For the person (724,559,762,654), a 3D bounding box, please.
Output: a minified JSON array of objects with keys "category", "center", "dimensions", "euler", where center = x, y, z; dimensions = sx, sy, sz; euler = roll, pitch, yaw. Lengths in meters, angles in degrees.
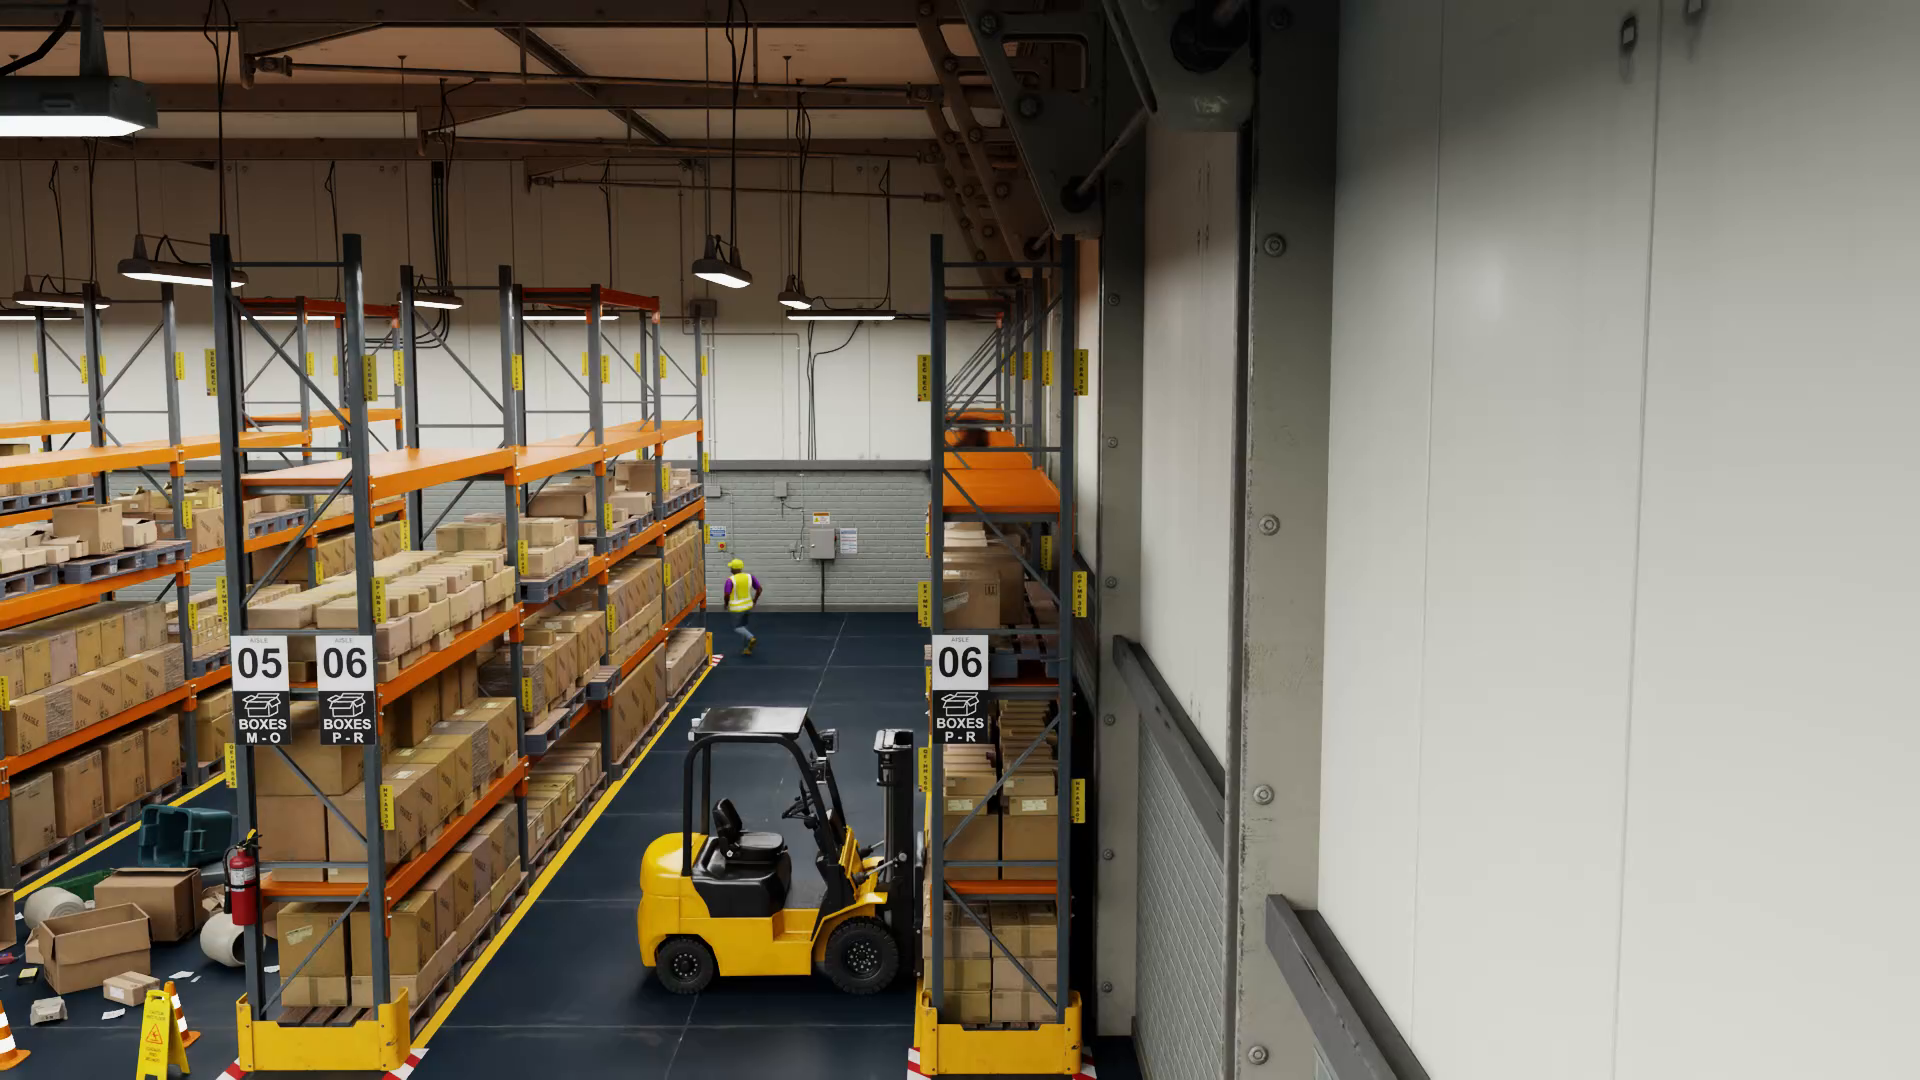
[{"category":"person","center":[-3.762,1.176,28.620],"dimensions":[0.744,1.727,0.622],"euler":[-5,8,-40]}]
